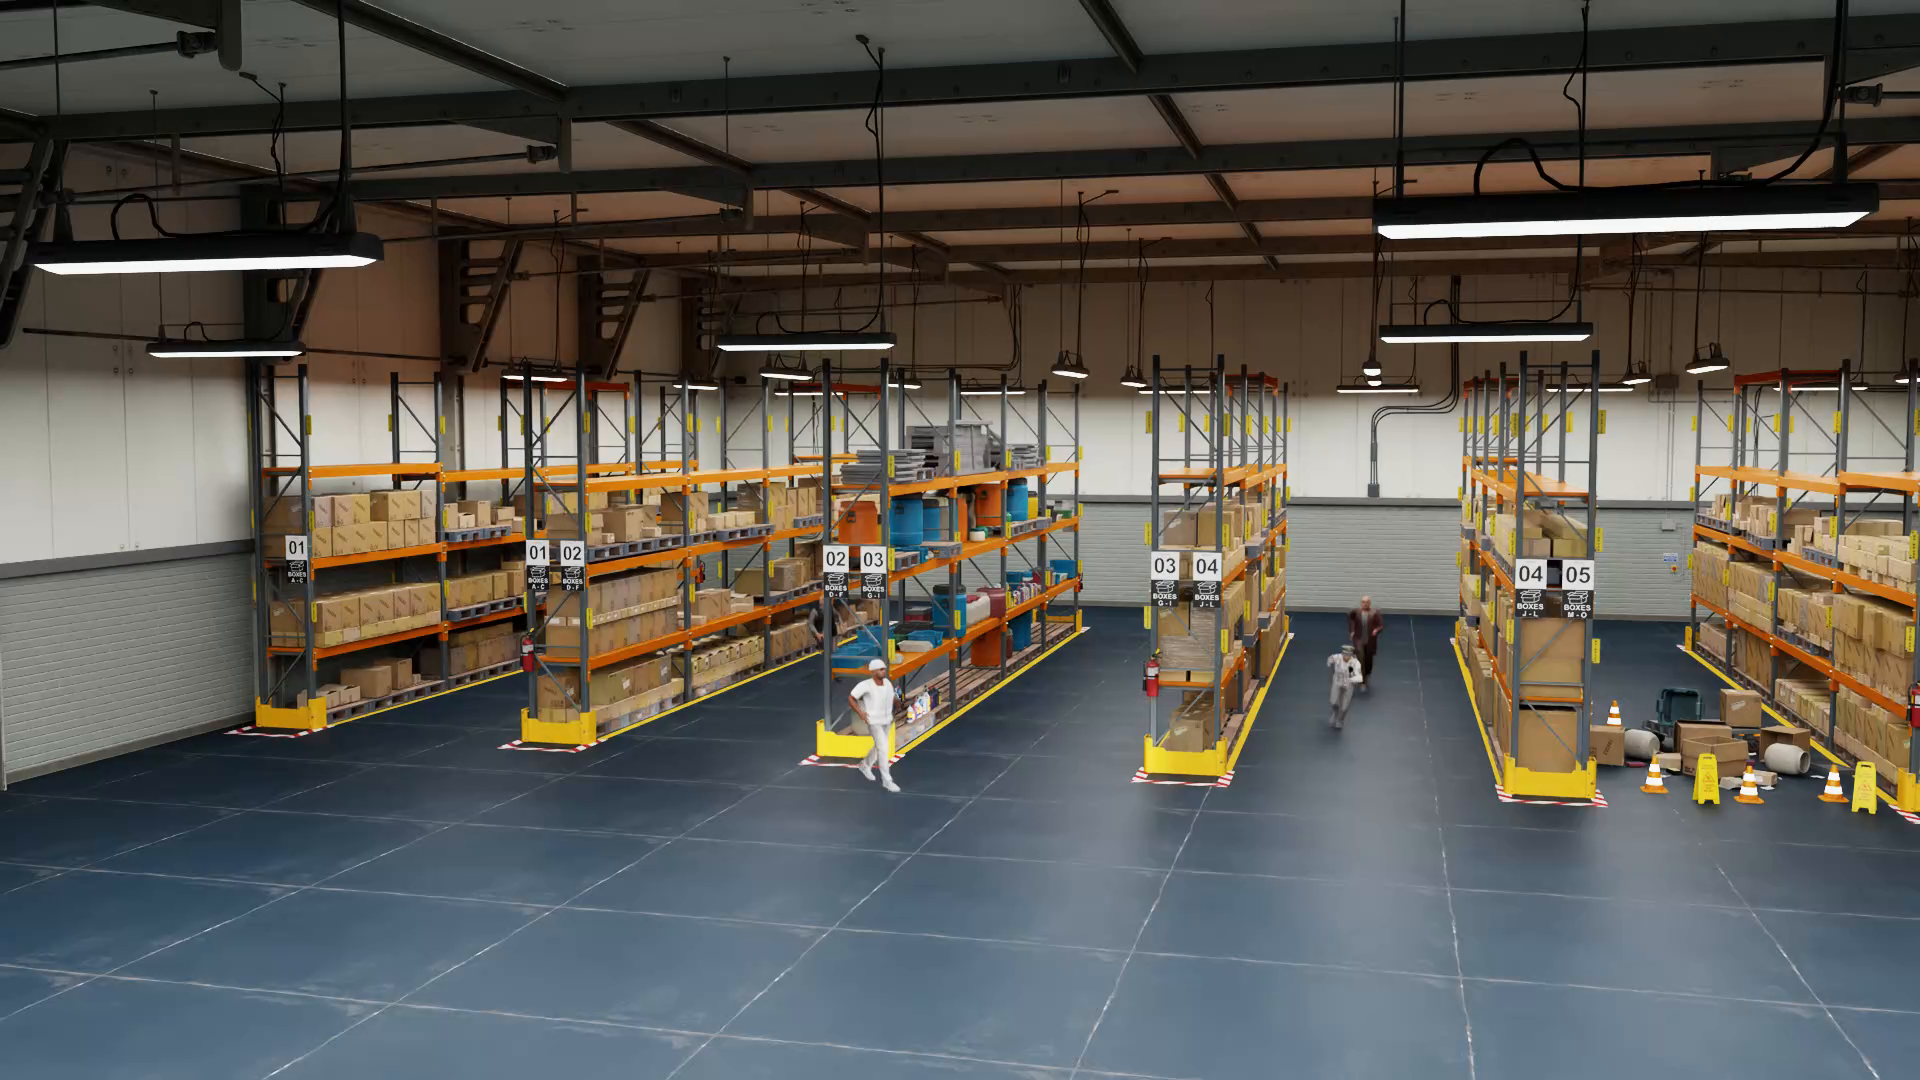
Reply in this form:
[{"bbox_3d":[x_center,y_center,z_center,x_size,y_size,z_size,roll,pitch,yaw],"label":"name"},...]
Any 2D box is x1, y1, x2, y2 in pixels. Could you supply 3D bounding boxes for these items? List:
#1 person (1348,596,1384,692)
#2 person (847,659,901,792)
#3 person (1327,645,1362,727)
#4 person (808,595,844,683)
[{"bbox_3d":[7.701,1.942,31.582,0.659,1.782,1.046,1,4,12],"label":"person"},{"bbox_3d":[-1.144,2.520,22.864,0.890,1.781,0.748,4,5,42],"label":"person"},{"bbox_3d":[6.280,2.399,27.197,0.595,1.434,0.964,1,4,15],"label":"person"},{"bbox_3d":[-2.645,1.921,32.686,0.716,1.695,0.869,-1,4,-12],"label":"person"}]
